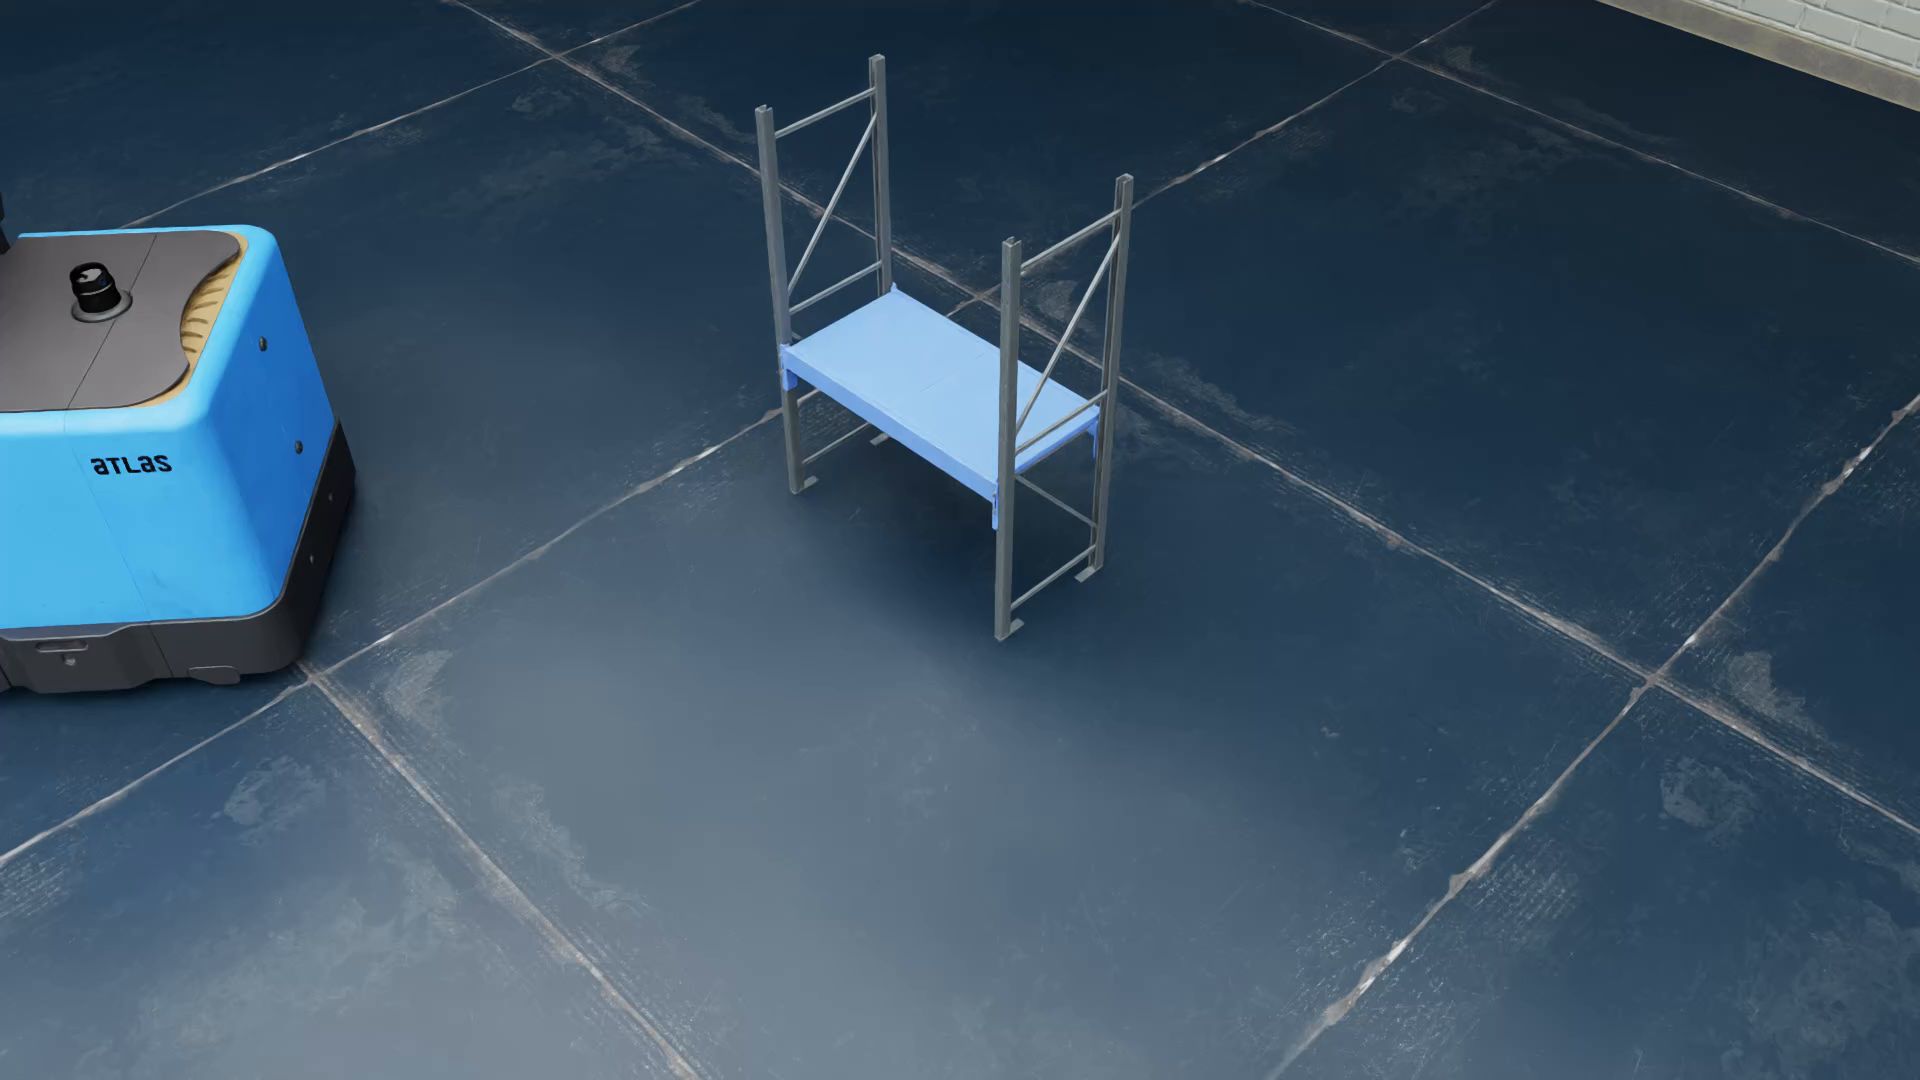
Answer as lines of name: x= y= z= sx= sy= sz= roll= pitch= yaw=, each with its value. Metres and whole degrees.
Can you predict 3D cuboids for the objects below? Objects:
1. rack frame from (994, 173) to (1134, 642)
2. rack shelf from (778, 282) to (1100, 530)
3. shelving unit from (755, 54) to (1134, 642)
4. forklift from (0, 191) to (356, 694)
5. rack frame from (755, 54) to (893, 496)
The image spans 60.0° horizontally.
rack frame: x=0.299 y=-0.348 z=5.021 sx=0.500 sy=1.500 sz=0.032 roll=-34 pitch=53 yaw=-31
rack shelf: x=-0.060 y=-0.460 z=5.407 sx=0.538 sy=0.185 sz=1.000 roll=-34 pitch=53 yaw=-31
shelving unit: x=-0.060 y=-0.592 z=5.285 sx=0.538 sy=1.500 sz=1.048 roll=-34 pitch=53 yaw=-31
forklift: x=-3.620 y=-0.891 z=4.555 sx=3.031 sy=2.935 sz=1.130 roll=-3 pitch=43 yaw=-3
rack frame: x=-0.419 y=-0.836 z=5.550 sx=0.500 sy=1.500 sz=0.032 roll=-34 pitch=53 yaw=-31
